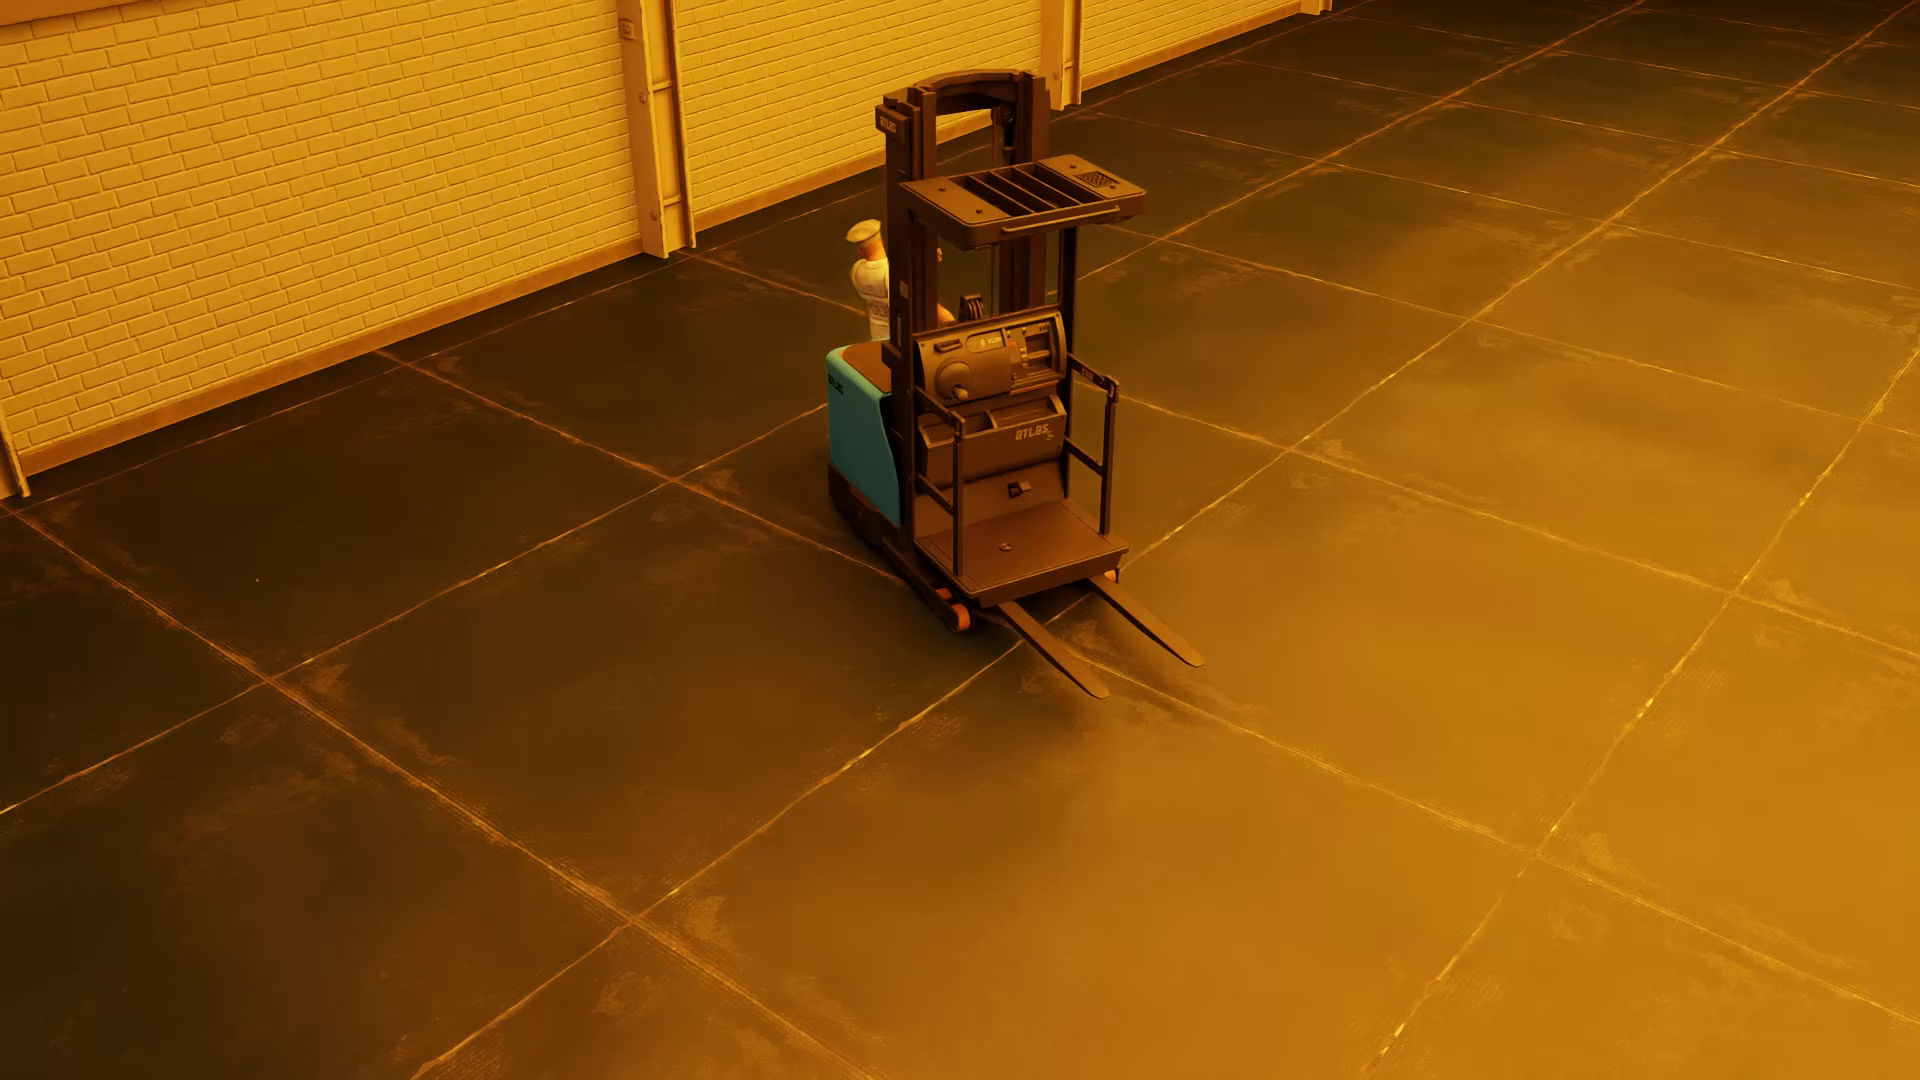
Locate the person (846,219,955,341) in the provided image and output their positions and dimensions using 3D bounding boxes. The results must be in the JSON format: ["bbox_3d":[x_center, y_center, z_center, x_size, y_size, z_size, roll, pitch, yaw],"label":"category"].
[{"bbox_3d":[-0.291,-1.396,11.295,0.868,1.628,0.895,14,33,23],"label":"person"}]

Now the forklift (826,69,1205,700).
[{"bbox_3d":[0.294,-0.996,9.299,1.130,2.935,3.031,-15,34,-25],"label":"forklift"}]
